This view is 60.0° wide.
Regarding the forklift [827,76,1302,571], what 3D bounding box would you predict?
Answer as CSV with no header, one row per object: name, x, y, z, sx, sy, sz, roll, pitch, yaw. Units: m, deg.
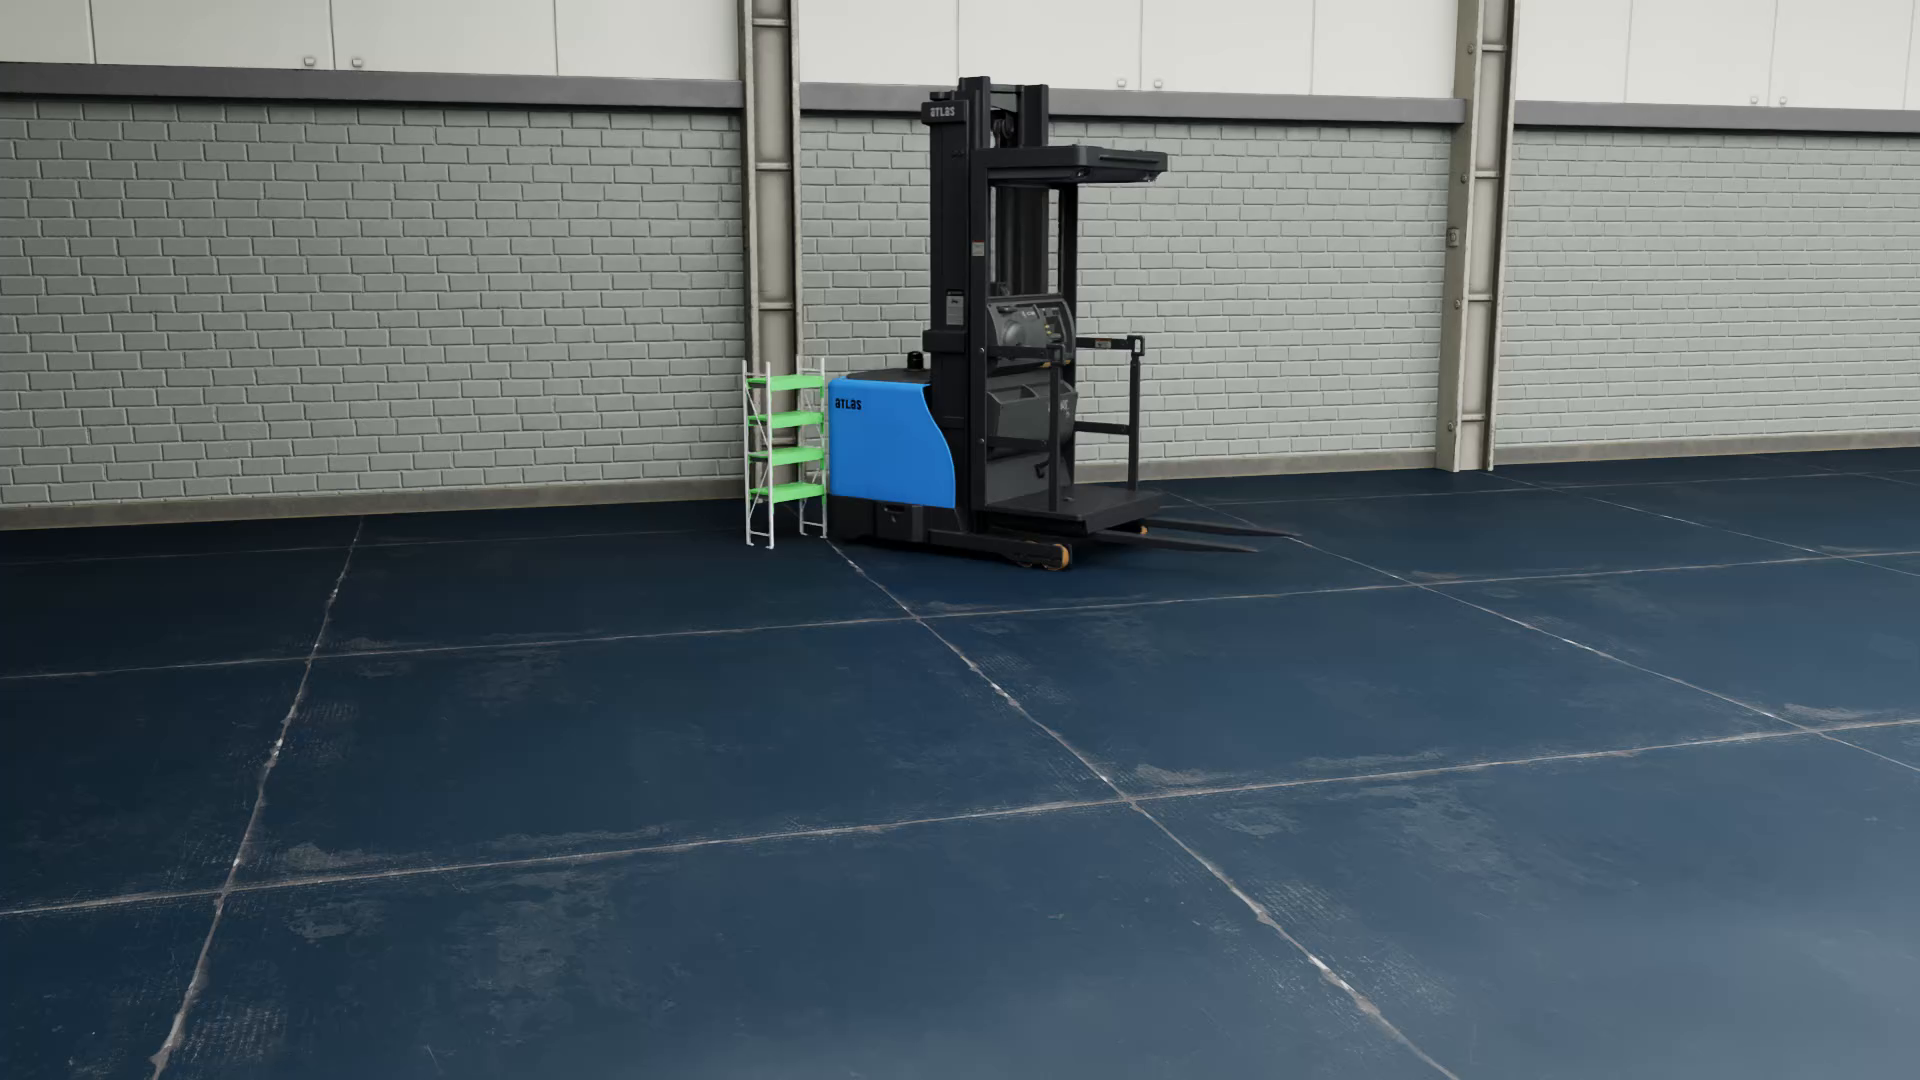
forklift,0.626,-1.362,10.352,3.031,2.935,1.130,7,13,34

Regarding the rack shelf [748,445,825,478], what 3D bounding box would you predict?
rack shelf,-1.145,-0.520,10.910,0.258,0.148,0.480,9,14,39

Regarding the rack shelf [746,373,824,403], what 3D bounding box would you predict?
rack shelf,-1.145,-0.992,10.823,0.258,0.148,0.480,9,14,39

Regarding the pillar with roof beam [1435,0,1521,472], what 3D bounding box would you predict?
pillar with roof beam,5.565,-4.295,9.524,0.400,9.000,9.100,-3,11,-16

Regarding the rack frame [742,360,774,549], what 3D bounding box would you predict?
rack frame,-1.302,-0.549,10.715,0.240,1.200,0.015,9,14,39

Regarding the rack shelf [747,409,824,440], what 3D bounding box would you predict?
rack shelf,-1.145,-0.756,10.867,0.258,0.148,0.480,9,14,39

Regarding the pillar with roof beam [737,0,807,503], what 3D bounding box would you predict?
pillar with roof beam,-0.196,-3.992,7.875,0.400,9.000,9.100,-3,11,-16

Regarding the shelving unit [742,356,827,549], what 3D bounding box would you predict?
shelving unit,-1.145,-0.583,10.899,0.258,1.200,0.503,9,14,39

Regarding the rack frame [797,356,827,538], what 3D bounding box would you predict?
rack frame,-0.989,-0.617,11.083,0.240,1.200,0.015,9,14,39

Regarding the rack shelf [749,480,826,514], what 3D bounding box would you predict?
rack shelf,-1.145,-0.284,10.954,0.258,0.148,0.480,9,14,39
